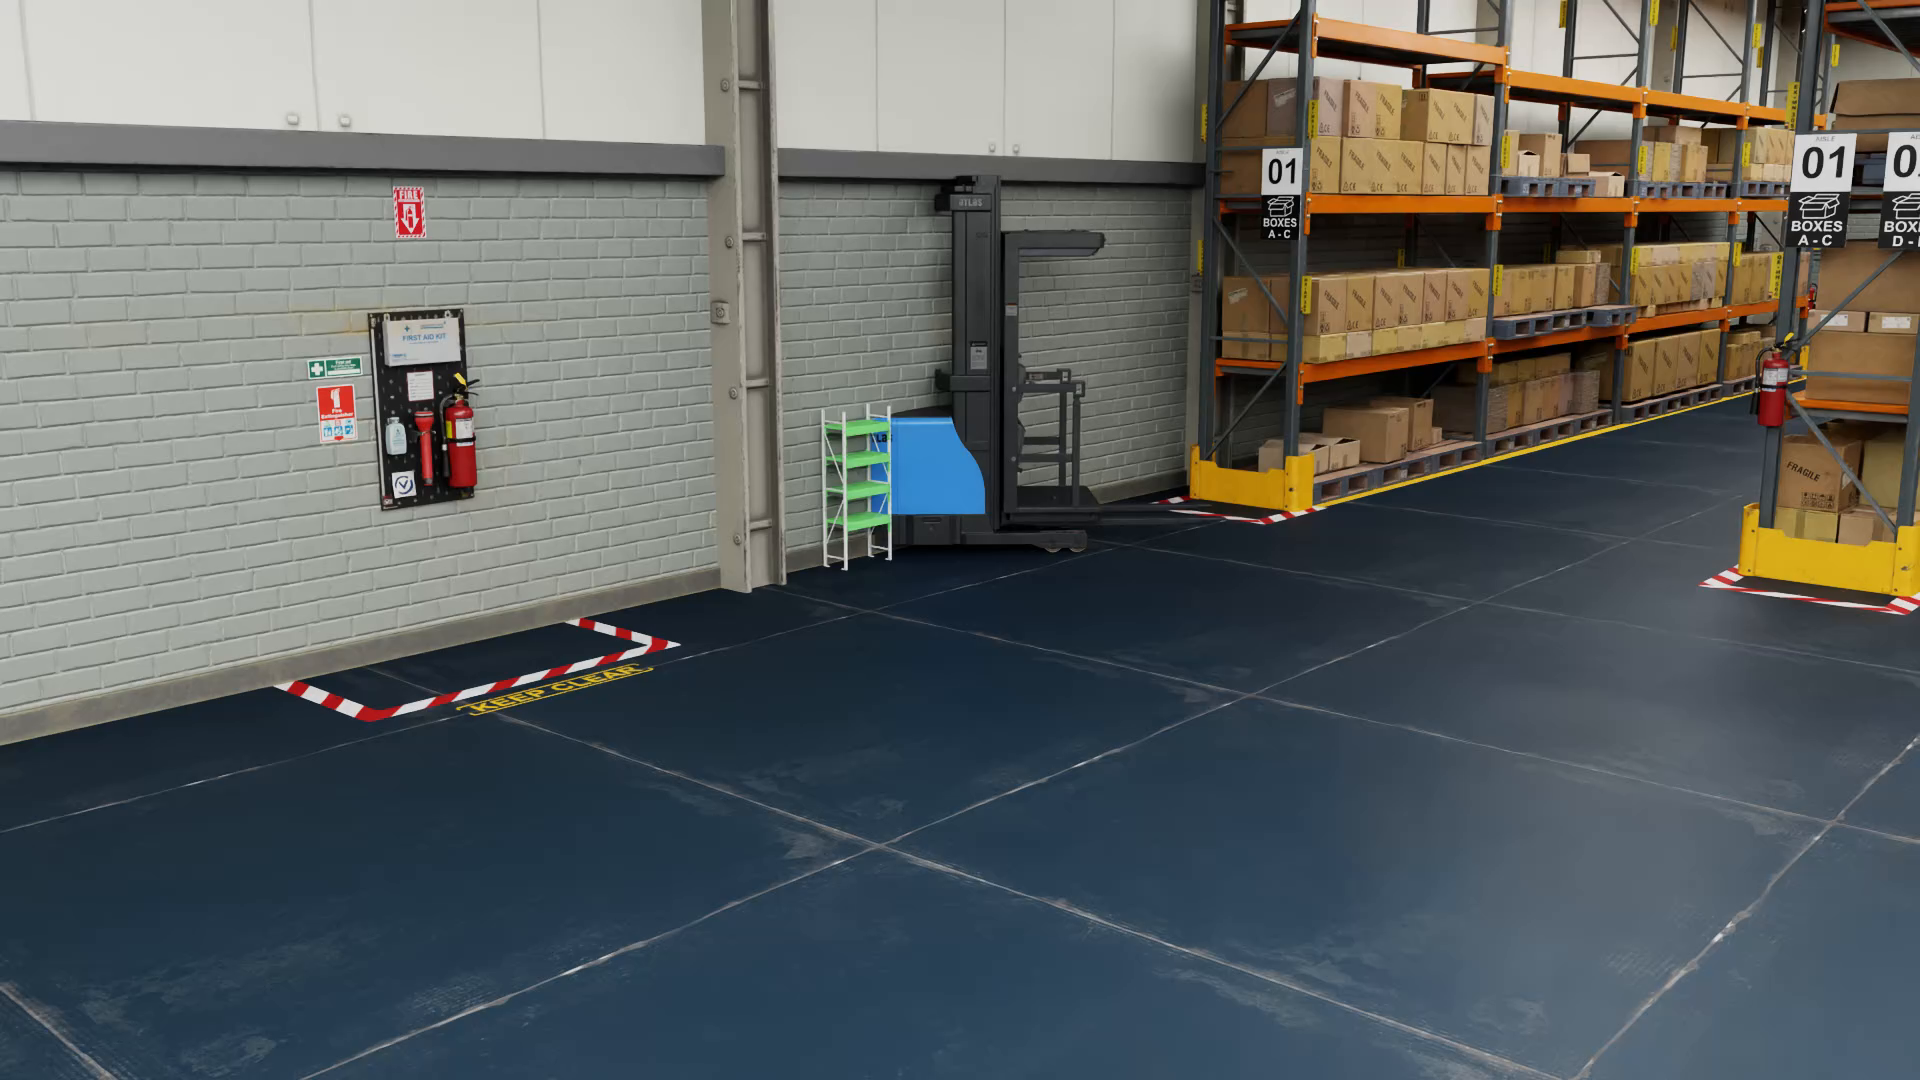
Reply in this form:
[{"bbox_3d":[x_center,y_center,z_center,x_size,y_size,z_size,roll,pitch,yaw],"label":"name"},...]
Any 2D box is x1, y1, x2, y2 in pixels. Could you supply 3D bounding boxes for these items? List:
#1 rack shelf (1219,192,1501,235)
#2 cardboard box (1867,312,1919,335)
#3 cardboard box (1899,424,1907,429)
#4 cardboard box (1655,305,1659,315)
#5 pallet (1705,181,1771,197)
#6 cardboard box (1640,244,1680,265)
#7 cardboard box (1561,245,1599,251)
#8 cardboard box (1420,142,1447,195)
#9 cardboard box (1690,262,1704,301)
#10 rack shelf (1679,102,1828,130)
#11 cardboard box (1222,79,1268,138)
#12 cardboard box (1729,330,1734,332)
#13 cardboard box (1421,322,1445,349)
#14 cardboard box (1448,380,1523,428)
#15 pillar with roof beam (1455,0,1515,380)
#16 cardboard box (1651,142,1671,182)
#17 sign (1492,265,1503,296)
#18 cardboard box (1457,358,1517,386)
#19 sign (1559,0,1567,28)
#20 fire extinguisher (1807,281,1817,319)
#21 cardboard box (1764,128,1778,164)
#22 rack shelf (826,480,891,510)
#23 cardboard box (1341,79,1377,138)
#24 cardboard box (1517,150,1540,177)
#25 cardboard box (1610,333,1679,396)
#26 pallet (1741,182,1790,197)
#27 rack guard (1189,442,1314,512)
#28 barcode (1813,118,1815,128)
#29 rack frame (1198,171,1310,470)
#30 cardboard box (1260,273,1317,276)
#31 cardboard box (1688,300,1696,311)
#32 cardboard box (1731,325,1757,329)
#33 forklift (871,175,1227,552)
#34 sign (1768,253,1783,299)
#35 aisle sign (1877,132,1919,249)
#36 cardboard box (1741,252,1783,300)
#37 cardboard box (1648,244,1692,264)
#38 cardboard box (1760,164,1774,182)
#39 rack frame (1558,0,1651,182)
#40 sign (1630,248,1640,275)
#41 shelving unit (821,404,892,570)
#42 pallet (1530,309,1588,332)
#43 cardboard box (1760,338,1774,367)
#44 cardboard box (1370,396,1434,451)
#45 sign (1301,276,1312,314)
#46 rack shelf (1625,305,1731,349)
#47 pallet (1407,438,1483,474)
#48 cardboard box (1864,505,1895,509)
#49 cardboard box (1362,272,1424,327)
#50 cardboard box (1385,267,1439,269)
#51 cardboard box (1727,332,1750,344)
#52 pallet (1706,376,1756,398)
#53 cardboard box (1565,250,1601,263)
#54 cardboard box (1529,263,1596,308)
[{"bbox_3d":[3.964,-3.222,16.363,1.077,0.370,4.000,10,15,40],"label":"rack shelf"},{"bbox_3d":[6.788,-1.567,11.986,0.380,0.149,0.250,10,15,40],"label":"cardboard box"},{"bbox_3d":[7.880,-0.666,13.419,0.500,0.500,0.500,10,15,40],"label":"cardboard box"},{"bbox_3d":[8.966,-3.048,21.905,0.380,0.149,0.250,10,15,42],"label":"cardboard box"},{"bbox_3d":[11.113,-5.122,24.264,1.003,0.211,1.213,10,15,40],"label":"pallet"},{"bbox_3d":[9.099,-3.746,21.827,0.500,0.250,0.500,10,15,41],"label":"cardboard box"},{"bbox_3d":[8.029,-3.659,21.394,0.500,0.250,0.500,10,15,42],"label":"cardboard box"},{"bbox_3d":[4.456,-3.663,16.426,0.500,0.500,0.500,9,14,38],"label":"cardboard box"},{"bbox_3d":[9.782,-3.530,22.662,0.500,0.500,0.500,10,15,40],"label":"cardboard box"},{"bbox_3d":[11.885,-6.262,24.948,1.077,0.370,4.000,10,15,40],"label":"rack shelf"},{"bbox_3d":[2.732,-3.927,15.197,0.500,0.500,0.500,11,15,43],"label":"cardboard box"},{"bbox_3d":[11.578,-3.128,25.369,0.380,0.149,0.250,10,15,41],"label":"cardboard box"},{"bbox_3d":[4.543,-2.077,16.786,0.500,0.250,0.500,10,15,40],"label":"cardboard box"},{"bbox_3d":[6.061,-1.581,19.228,0.700,0.500,0.500,9,15,39],"label":"cardboard box"},{"bbox_3d":[9.650,-5.293,17.235,9.100,9.000,0.400,10,15,40],"label":"pillar with roof beam"},{"bbox_3d":[8.887,-4.966,21.878,0.700,0.500,0.500,11,16,43],"label":"cardboard box"},{"bbox_3d":[5.697,-2.754,17.630,0.100,0.325,0.005,10,15,40],"label":"sign"},{"bbox_3d":[6.045,-1.932,19.068,0.500,0.250,0.500,9,15,39],"label":"cardboard box"},{"bbox_3d":[7.505,-6.536,20.669,0.100,0.325,0.005,10,15,40],"label":"sign"},{"bbox_3d":[13.652,-3.905,26.756,0.296,0.674,0.183,10,15,40],"label":"fire extinguisher"},{"bbox_3d":[11.581,-5.740,24.276,0.500,0.500,0.500,9,15,39],"label":"cardboard box"},{"bbox_3d":[-0.787,-0.348,12.719,0.258,0.148,0.480,10,15,40],"label":"rack shelf"},{"bbox_3d":[3.449,-3.922,15.173,0.500,0.500,0.500,10,15,40],"label":"cardboard box"},{"bbox_3d":[6.111,-4.192,18.538,0.500,0.311,0.500,10,15,42],"label":"cardboard box"},{"bbox_3d":[9.091,-2.358,22.274,0.750,0.750,0.750,10,15,40],"label":"cardboard box"},{"bbox_3d":[11.918,-5.300,25.158,1.003,0.211,1.213,10,15,40],"label":"pallet"},{"bbox_3d":[2.694,-0.595,15.414,1.175,0.500,0.348,10,15,40],"label":"rack guard"},{"bbox_3d":[6.204,-3.032,12.094,0.001,0.075,0.075,10,15,40],"label":"barcode"},{"bbox_3d":[2.644,-1.810,15.114,1.000,3.000,0.127,10,15,40],"label":"rack frame"},{"bbox_3d":[3.135,-2.283,15.902,0.500,0.500,0.500,10,15,41],"label":"cardboard box"},{"bbox_3d":[9.859,-3.229,22.811,0.380,0.149,0.250,10,15,40],"label":"cardboard box"},{"bbox_3d":[12.417,-3.316,26.307,0.380,0.149,0.250,10,15,40],"label":"cardboard box"},{"bbox_3d":[0.628,-1.443,13.452,3.031,2.935,1.130,-1,11,-3],"label":"forklift"},{"bbox_3d":[5.969,-1.926,12.135,0.100,0.325,0.005,10,15,40],"label":"sign"},{"bbox_3d":[6.554,-2.395,11.408,0.394,0.787,0.004,10,15,40],"label":"aisle sign"},{"bbox_3d":[12.404,-4.126,25.945,0.980,0.700,0.700,10,15,40],"label":"cardboard box"},{"bbox_3d":[9.431,-3.822,22.207,0.500,0.250,0.500,9,15,39],"label":"cardboard box"},{"bbox_3d":[11.566,-5.368,24.327,0.500,0.250,0.500,9,15,39],"label":"cardboard box"},{"bbox_3d":[7.924,-5.929,20.419,1.000,3.000,0.127,10,15,40],"label":"rack frame"},{"bbox_3d":[8.338,-3.447,20.557,0.100,0.325,0.005,10,15,40],"label":"sign"},{"bbox_3d":[-0.787,-0.411,12.706,0.258,1.200,0.503,10,15,40],"label":"shelving unit"},{"bbox_3d":[6.648,-2.596,19.541,1.003,0.211,1.213,10,15,40],"label":"pallet"},{"bbox_3d":[12.157,-2.880,25.783,0.700,0.500,0.500,9,14,39],"label":"cardboard box"},{"bbox_3d":[4.629,-1.230,17.471,0.500,0.500,0.500,8,14,36],"label":"cardboard box"},{"bbox_3d":[3.051,-2.164,14.678,0.100,0.325,0.005,10,15,40],"label":"sign"},{"bbox_3d":[9.245,-2.928,22.550,1.077,0.370,4.000,10,15,40],"label":"rack shelf"},{"bbox_3d":[4.867,-0.927,17.816,1.003,0.211,1.213,10,15,40],"label":"pallet"},{"bbox_3d":[7.215,-0.152,12.760,0.500,0.250,0.500,10,15,40],"label":"cardboard box"},{"bbox_3d":[4.196,-2.369,16.332,0.500,0.500,0.500,10,15,42],"label":"cardboard box"},{"bbox_3d":[4.817,-2.660,17.788,0.500,0.500,0.500,9,15,39],"label":"cardboard box"},{"bbox_3d":[11.499,-2.997,24.712,0.380,0.149,0.250,10,15,42],"label":"cardboard box"},{"bbox_3d":[11.126,-2.310,24.736,1.003,0.211,1.213,10,15,40],"label":"pallet"},{"bbox_3d":[7.719,-3.515,20.617,0.380,0.149,0.250,7,14,33],"label":"cardboard box"},{"bbox_3d":[7.273,-3.095,20.172,0.700,0.500,0.500,8,14,35],"label":"cardboard box"}]
